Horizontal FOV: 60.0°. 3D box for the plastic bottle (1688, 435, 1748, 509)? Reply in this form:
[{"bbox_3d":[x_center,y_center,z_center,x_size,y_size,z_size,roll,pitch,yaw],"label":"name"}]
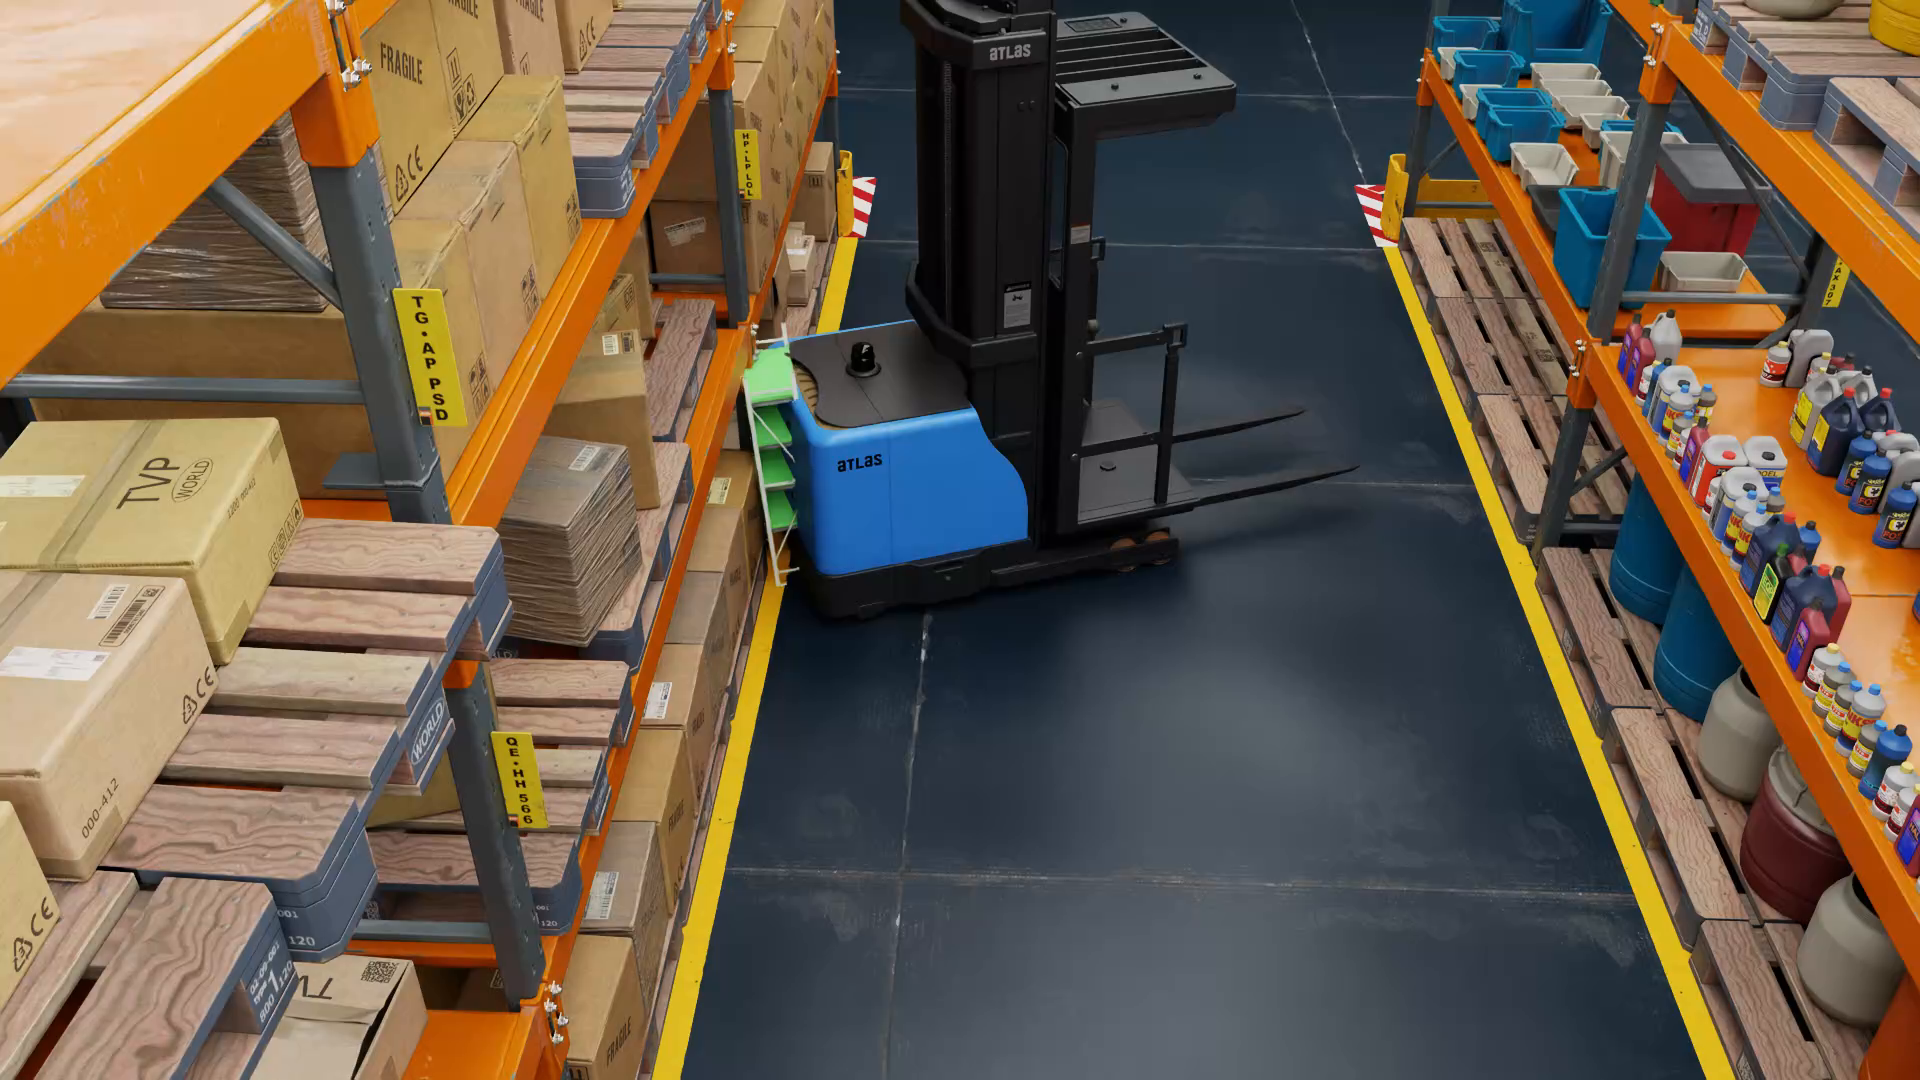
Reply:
[{"bbox_3d":[3.006,-0.268,6.577,0.152,0.276,0.135,1,35,2],"label":"plastic bottle"}]

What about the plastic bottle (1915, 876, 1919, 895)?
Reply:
[{"bbox_3d":[2.894,0.963,4.890,0.097,0.201,0.097,0,35,0],"label":"plastic bottle"}]

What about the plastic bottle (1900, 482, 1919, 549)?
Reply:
[{"bbox_3d":[3.700,-0.113,6.356,0.152,0.276,0.135,1,35,2],"label":"plastic bottle"}]

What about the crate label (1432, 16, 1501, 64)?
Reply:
[{"bbox_3d":[3.264,-3.228,10.774,0.416,0.233,0.303,1,35,2],"label":"crate label"}]

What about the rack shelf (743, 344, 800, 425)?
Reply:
[{"bbox_3d":[-0.913,-0.748,7.980,0.258,0.148,0.480,-9,36,-6],"label":"rack shelf"}]

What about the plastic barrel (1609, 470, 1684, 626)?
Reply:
[{"bbox_3d":[3.403,-0.109,7.702,0.600,0.901,0.708,1,35,2],"label":"plastic barrel"}]

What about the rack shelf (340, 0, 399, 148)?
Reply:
[{"bbox_3d":[-1.588,-2.072,4.792,1.077,0.370,4.000,1,35,2],"label":"rack shelf"}]

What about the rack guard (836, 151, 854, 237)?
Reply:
[{"bbox_3d":[-1.350,-2.457,11.756,1.175,0.500,0.348,1,35,2],"label":"rack guard"}]

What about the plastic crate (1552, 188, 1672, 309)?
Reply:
[{"bbox_3d":[3.120,-1.402,8.044,0.392,0.384,0.575,1,35,2],"label":"plastic crate"}]

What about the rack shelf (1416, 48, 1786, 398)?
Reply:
[{"bbox_3d":[3.522,-1.963,9.506,1.077,0.370,4.000,1,35,2],"label":"rack shelf"}]

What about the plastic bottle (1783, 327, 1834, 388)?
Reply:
[{"bbox_3d":[3.749,-0.824,7.367,0.152,0.276,0.135,1,35,2],"label":"plastic bottle"}]

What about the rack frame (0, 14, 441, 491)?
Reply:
[{"bbox_3d":[-1.668,-1.381,2.835,1.000,3.000,0.127,1,35,2],"label":"rack frame"}]

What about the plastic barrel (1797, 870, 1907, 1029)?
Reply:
[{"bbox_3d":[3.217,1.428,5.854,0.421,0.512,0.421,0,35,0],"label":"plastic barrel"}]

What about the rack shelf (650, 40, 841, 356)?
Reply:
[{"bbox_3d":[-1.427,-2.080,9.672,1.077,0.370,4.000,1,35,2],"label":"rack shelf"}]

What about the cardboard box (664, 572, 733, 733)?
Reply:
[{"bbox_3d":[-1.289,0.480,7.195,0.500,0.500,0.500,2,35,2],"label":"cardboard box"}]

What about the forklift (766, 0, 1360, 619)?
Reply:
[{"bbox_3d":[0.595,-1.315,8.018,3.031,2.935,1.130,-11,37,-15],"label":"forklift"}]

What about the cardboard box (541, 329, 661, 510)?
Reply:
[{"bbox_3d":[-1.516,-0.421,6.234,0.700,0.500,0.500,-7,36,-10],"label":"cardboard box"}]

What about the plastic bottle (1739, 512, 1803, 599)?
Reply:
[{"bbox_3d":[2.978,0.038,6.076,0.144,0.351,0.185,1,35,2],"label":"plastic bottle"}]

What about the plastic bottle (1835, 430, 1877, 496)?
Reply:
[{"bbox_3d":[3.589,-0.314,6.646,0.097,0.271,0.097,0,35,0],"label":"plastic bottle"}]

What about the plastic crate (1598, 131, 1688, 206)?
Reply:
[{"bbox_3d":[3.687,-1.957,8.923,0.437,0.282,0.530,1,35,2],"label":"plastic crate"}]

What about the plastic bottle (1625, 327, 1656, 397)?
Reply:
[{"bbox_3d":[2.996,-0.783,7.303,0.061,0.283,0.133,1,35,2],"label":"plastic bottle"}]

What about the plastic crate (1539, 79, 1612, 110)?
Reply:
[{"bbox_3d":[3.725,-2.684,10.083,0.396,0.136,0.243,1,35,2],"label":"plastic crate"}]

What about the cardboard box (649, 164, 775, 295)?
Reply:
[{"bbox_3d":[-1.214,-1.552,8.209,0.500,0.500,0.500,2,35,3],"label":"cardboard box"}]

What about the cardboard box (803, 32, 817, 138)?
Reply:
[{"bbox_3d":[-1.135,-2.716,9.864,0.500,0.500,0.500,2,35,2],"label":"cardboard box"}]

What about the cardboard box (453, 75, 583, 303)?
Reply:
[{"bbox_3d":[-1.643,-1.038,4.868,0.910,0.500,0.500,1,35,2],"label":"cardboard box"}]

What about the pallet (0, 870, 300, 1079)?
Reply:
[{"bbox_3d":[-1.648,0.958,2.280,1.003,0.211,1.213,3,35,4],"label":"pallet"}]

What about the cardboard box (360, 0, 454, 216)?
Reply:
[{"bbox_3d":[-1.624,-1.147,4.154,0.500,0.500,0.500,1,35,2],"label":"cardboard box"}]

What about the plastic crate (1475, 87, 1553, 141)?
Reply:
[{"bbox_3d":[3.211,-2.472,9.697,0.416,0.233,0.300,1,35,2],"label":"plastic crate"}]

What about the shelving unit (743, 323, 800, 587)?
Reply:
[{"bbox_3d":[-0.886,-0.411,8.223,0.258,1.200,0.503,-9,36,-6],"label":"shelving unit"}]

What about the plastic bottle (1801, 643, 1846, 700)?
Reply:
[{"bbox_3d":[2.931,0.439,5.635,0.097,0.201,0.097,0,35,0],"label":"plastic bottle"}]

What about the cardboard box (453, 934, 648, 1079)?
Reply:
[{"bbox_3d":[-1.364,1.661,5.515,0.500,0.500,0.500,3,35,4],"label":"cardboard box"}]

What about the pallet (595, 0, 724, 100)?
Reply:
[{"bbox_3d":[-1.604,-2.002,6.491,1.213,0.211,1.003,1,35,2],"label":"pallet"}]

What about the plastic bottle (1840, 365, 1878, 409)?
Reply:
[{"bbox_3d":[3.732,-0.552,6.916,0.144,0.351,0.185,1,35,2],"label":"plastic bottle"}]

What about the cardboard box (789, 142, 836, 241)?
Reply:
[{"bbox_3d":[-1.122,-2.362,11.239,0.500,0.500,0.500,1,35,2],"label":"cardboard box"}]

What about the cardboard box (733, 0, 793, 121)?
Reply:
[{"bbox_3d":[-1.166,-2.531,8.732,0.500,0.500,0.500,0,35,0],"label":"cardboard box"}]

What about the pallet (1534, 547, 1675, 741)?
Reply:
[{"bbox_3d":[3.369,0.475,7.836,1.003,0.211,1.213,1,35,2],"label":"pallet"}]

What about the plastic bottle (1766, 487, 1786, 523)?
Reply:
[{"bbox_3d":[3.122,-0.112,6.420,0.097,0.201,0.097,0,35,0],"label":"plastic bottle"}]

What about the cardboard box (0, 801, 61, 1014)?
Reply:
[{"bbox_3d":[-1.667,0.628,2.351,0.500,0.250,0.500,1,35,1],"label":"cardboard box"}]

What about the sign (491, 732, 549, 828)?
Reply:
[{"bbox_3d":[-1.113,0.611,4.211,0.100,0.325,0.005,1,35,2],"label":"sign"}]

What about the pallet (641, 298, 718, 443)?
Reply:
[{"bbox_3d":[-1.648,-0.690,7.235,1.003,0.211,1.213,1,35,2],"label":"pallet"}]

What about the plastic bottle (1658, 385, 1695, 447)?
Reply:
[{"bbox_3d":[2.996,-0.522,6.942,0.097,0.271,0.097,0,35,0],"label":"plastic bottle"}]

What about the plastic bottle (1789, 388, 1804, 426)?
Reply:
[{"bbox_3d":[3.609,-0.575,7.078,0.097,0.201,0.097,0,35,0],"label":"plastic bottle"}]

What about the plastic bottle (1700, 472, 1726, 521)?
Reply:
[{"bbox_3d":[2.974,-0.172,6.504,0.097,0.201,0.097,0,35,0],"label":"plastic bottle"}]

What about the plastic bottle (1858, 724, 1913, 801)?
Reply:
[{"bbox_3d":[2.911,0.690,5.217,0.097,0.271,0.097,0,35,0],"label":"plastic bottle"}]

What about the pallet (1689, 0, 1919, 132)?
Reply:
[{"bbox_3d":[3.508,-1.806,6.212,1.213,0.211,1.003,1,35,2],"label":"pallet"}]

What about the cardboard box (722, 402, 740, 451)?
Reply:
[{"bbox_3d":[-1.274,-0.541,8.812,0.500,0.311,0.500,1,35,2],"label":"cardboard box"}]
